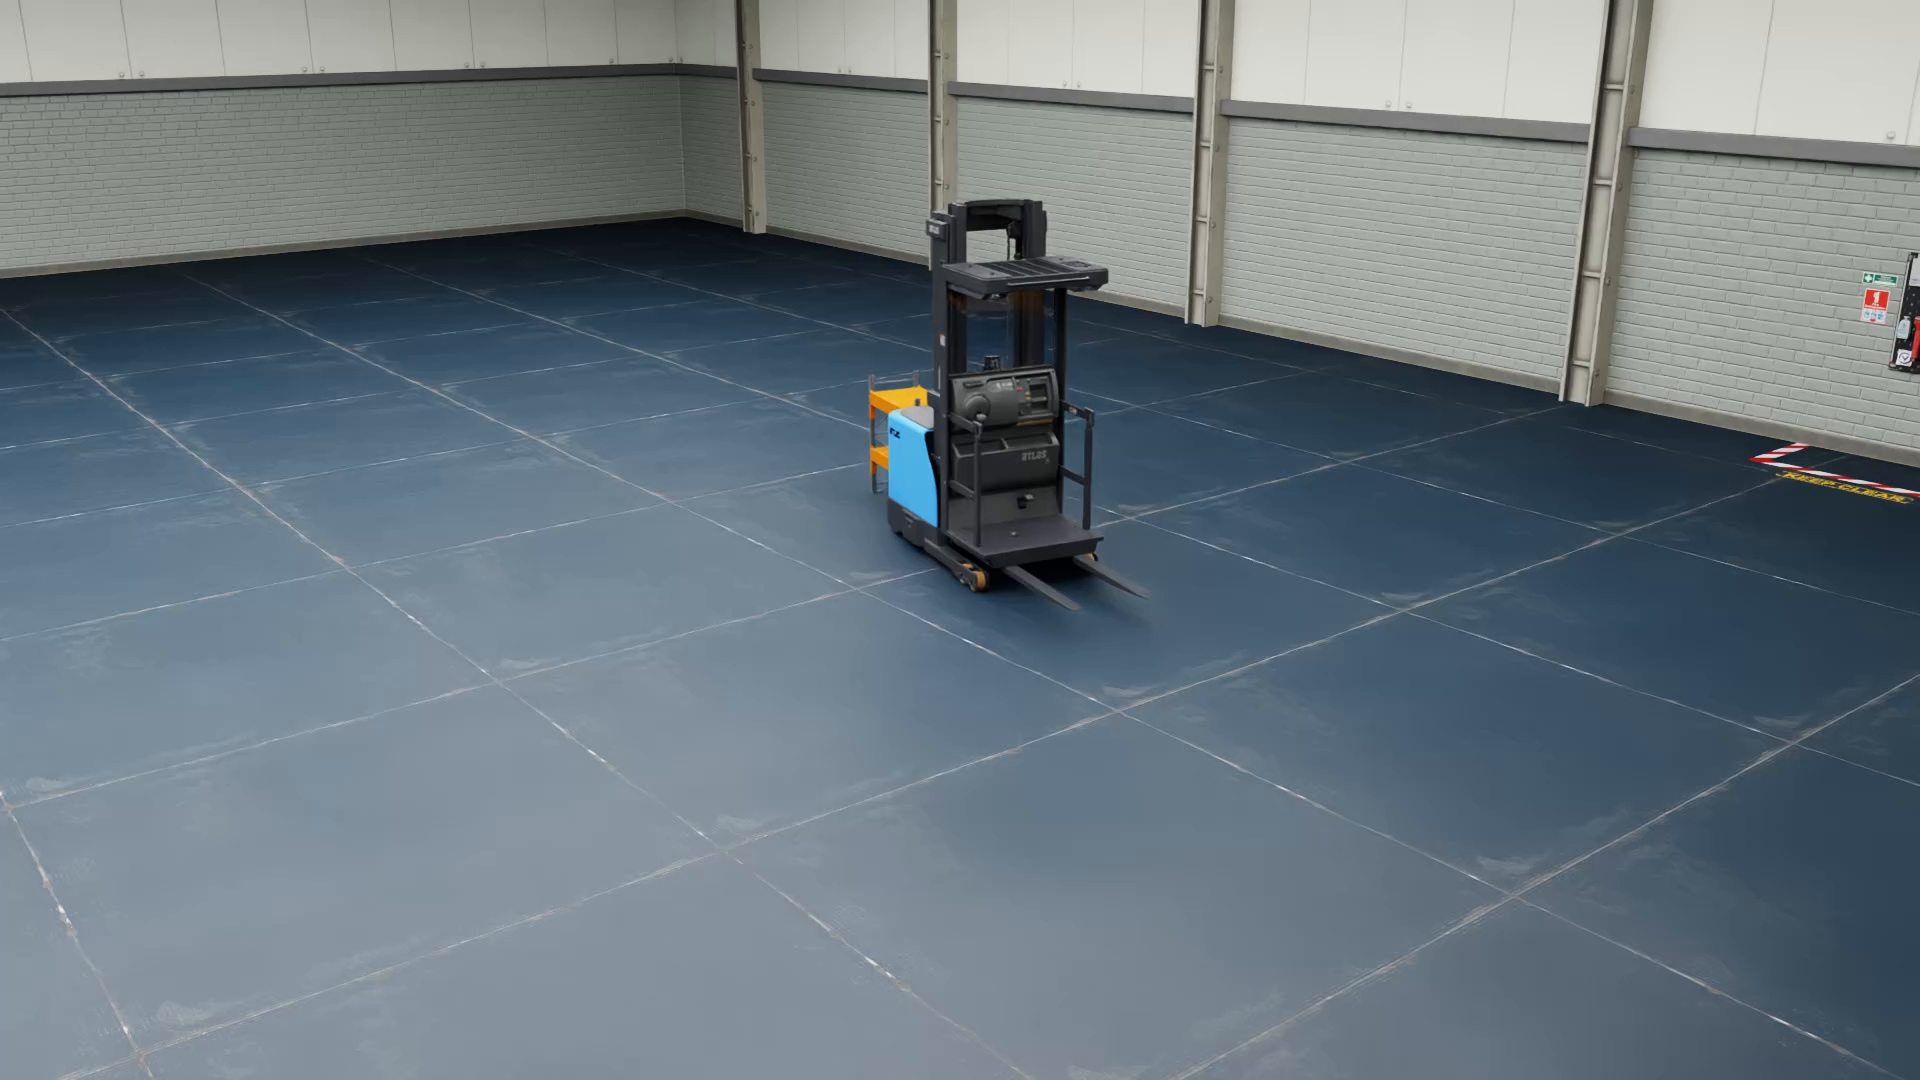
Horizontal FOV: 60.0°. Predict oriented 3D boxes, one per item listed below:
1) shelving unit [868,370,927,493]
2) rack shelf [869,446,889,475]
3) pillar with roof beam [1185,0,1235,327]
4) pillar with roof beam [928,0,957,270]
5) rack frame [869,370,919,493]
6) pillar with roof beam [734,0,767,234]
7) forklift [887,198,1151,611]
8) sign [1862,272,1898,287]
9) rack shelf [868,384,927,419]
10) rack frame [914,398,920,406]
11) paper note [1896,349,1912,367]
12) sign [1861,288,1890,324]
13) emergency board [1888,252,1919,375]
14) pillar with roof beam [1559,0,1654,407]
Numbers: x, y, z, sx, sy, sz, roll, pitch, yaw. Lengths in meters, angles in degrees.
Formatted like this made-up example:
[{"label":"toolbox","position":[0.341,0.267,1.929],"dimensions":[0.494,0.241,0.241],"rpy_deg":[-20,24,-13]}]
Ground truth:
[{"label":"shelving unit","position":[-0.391,-0.877,15.223],"dimensions":[0.538,1.125,1.048],"rpy_deg":[-9,20,-25]},{"label":"rack shelf","position":[-0.391,-0.645,15.299],"dimensions":[0.538,0.278,1.000],"rpy_deg":[-9,20,-25]},{"label":"pillar with roof beam","position":[0.067,-6.508,19.700],"dimensions":[9.100,9.000,0.400],"rpy_deg":[-14,23,-36]},{"label":"pillar with roof beam","position":[-3.659,-7.986,24.165],"dimensions":[9.100,9.000,0.400],"rpy_deg":[-14,23,-36]},{"label":"rack frame","position":[-0.614,-1.021,15.656],"dimensions":[0.500,1.125,0.032],"rpy_deg":[-9,20,-25]},{"label":"pillar with roof beam","position":[-7.384,-9.465,28.630],"dimensions":[9.100,9.000,0.400],"rpy_deg":[-14,23,-36]},{"label":"forklift","position":[0.463,-1.143,13.152],"dimensions":[1.130,2.935,3.031],"rpy_deg":[-9,20,-25]},{"label":"sign","position":[9.121,-2.582,16.487],"dimensions":[0.001,0.109,0.331],"rpy_deg":[-14,23,-36]},{"label":"rack shelf","position":[-0.391,-1.155,15.131],"dimensions":[0.538,0.278,1.000],"rpy_deg":[-9,20,-25]},{"label":"rack frame","position":[-0.168,-0.734,14.789],"dimensions":[0.500,1.125,0.032],"rpy_deg":[-9,20,-25]},{"label":"paper note","position":[9.332,-1.798,16.423],"dimensions":[0.016,0.148,0.142],"rpy_deg":[-14,23,-36]},{"label":"sign","position":[9.125,-2.333,16.579],"dimensions":[0.001,0.329,0.234],"rpy_deg":[-14,23,-36]},{"label":"emergency board","position":[9.388,-2.159,16.112],"dimensions":[0.194,1.169,0.643],"rpy_deg":[-14,23,-36]},{"label":"pillar with roof beam","position":[3.792,-5.029,15.235],"dimensions":[9.100,9.000,0.400],"rpy_deg":[-14,23,-36]}]
